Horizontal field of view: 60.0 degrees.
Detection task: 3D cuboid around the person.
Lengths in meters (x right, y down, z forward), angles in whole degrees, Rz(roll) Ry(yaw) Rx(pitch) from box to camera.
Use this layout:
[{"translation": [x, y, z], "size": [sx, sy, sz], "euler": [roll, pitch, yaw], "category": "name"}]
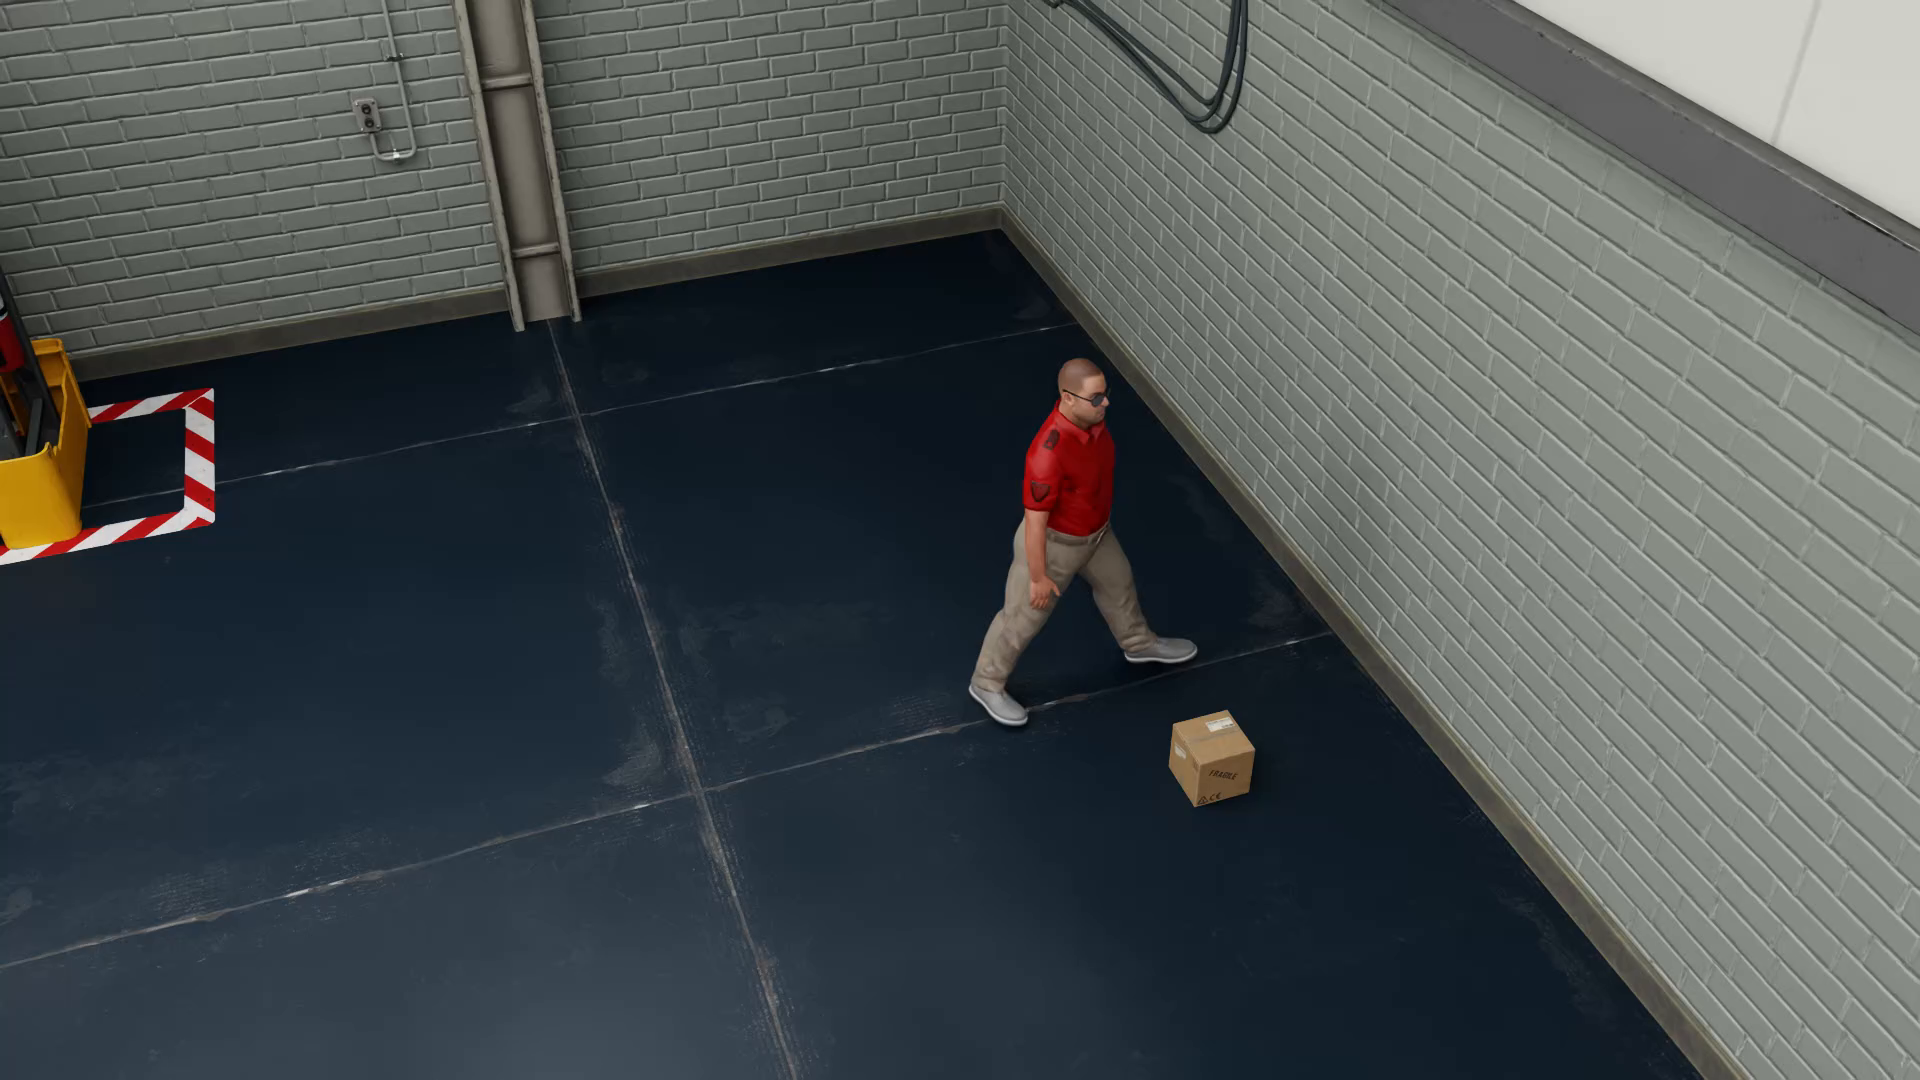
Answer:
[{"translation": [0.529, -0.023, 6.823], "size": [0.841, 1.688, 0.767], "euler": [17, 41, 21], "category": "person"}]
